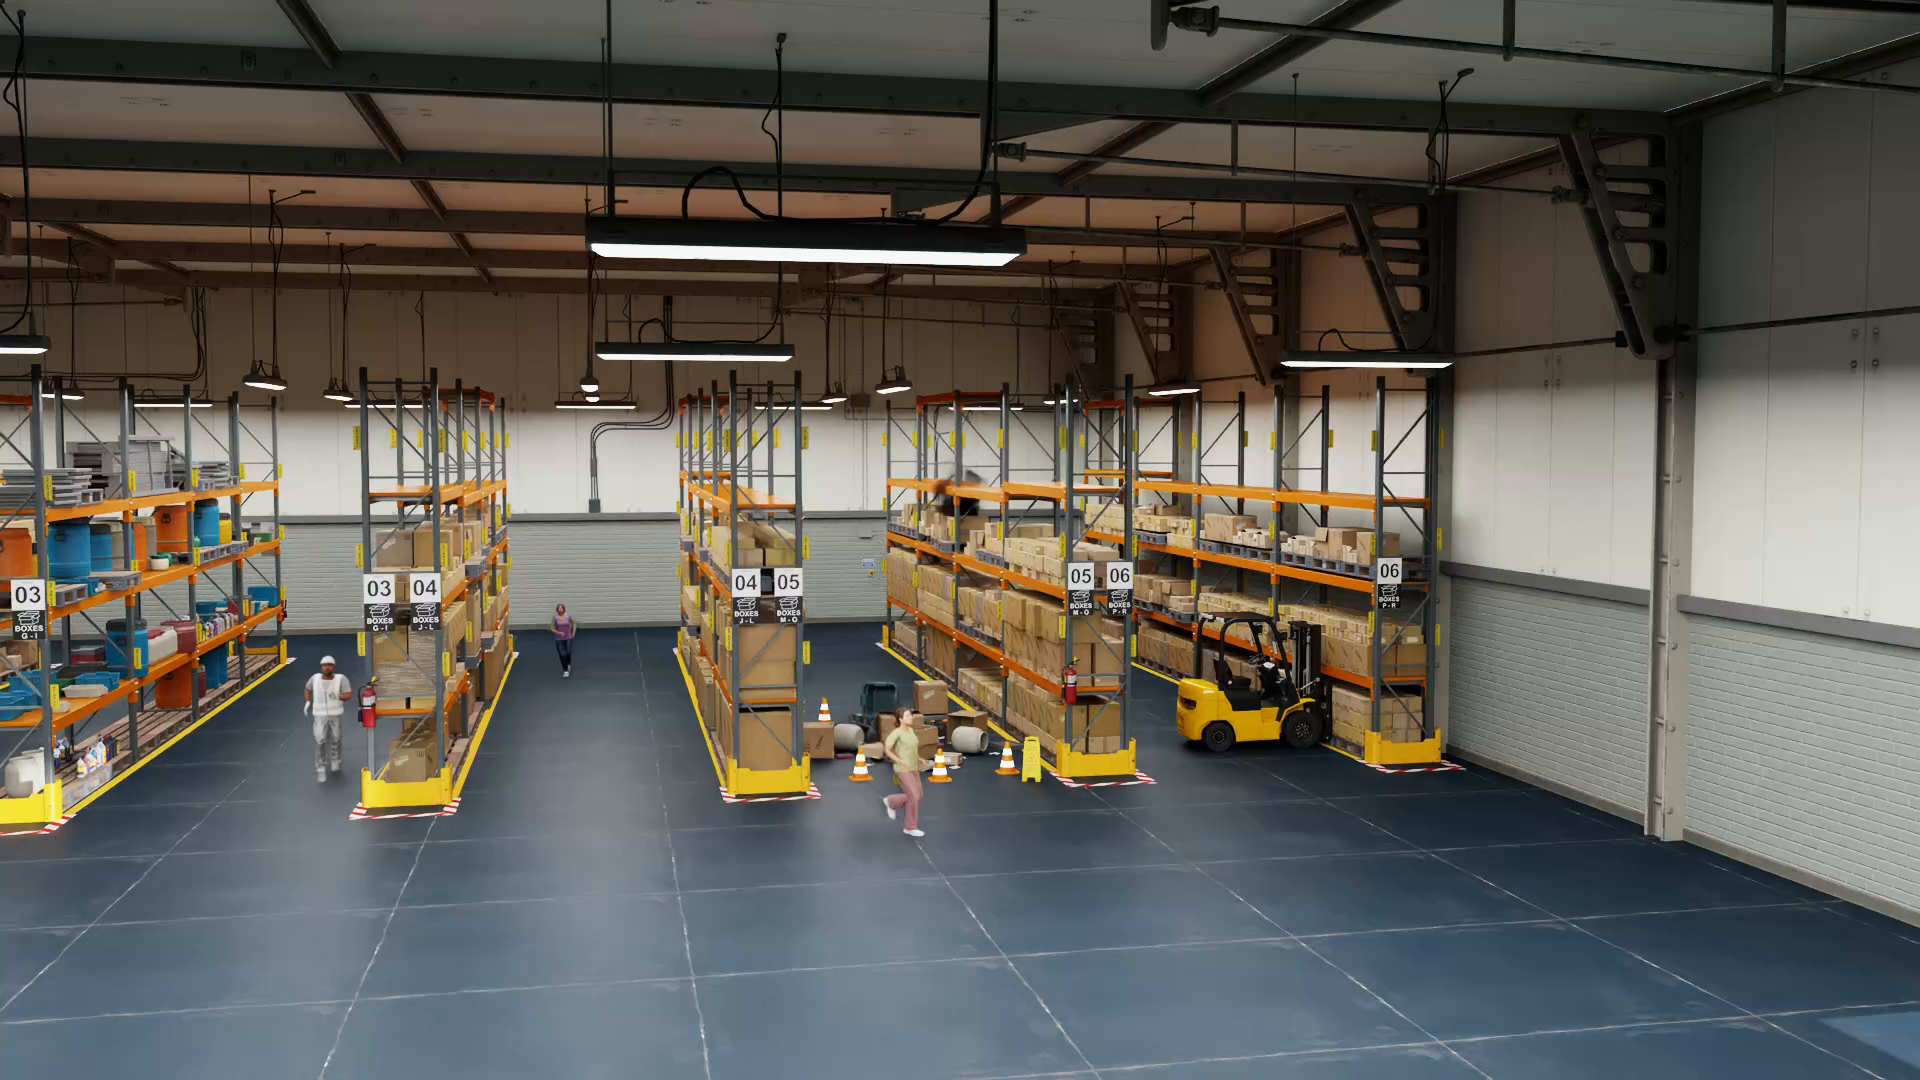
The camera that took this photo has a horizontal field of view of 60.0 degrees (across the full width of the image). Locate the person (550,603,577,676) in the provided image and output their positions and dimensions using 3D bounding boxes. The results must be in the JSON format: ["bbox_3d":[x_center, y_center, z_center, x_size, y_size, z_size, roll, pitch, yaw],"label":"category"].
[{"bbox_3d":[-8.418,2.127,35.306,0.554,1.552,0.496,-1,3,-12],"label":"person"}]

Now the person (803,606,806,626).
[{"bbox_3d":[-3.798,1.933,37.179,0.671,1.748,0.596,-1,4,-15],"label":"person"}]

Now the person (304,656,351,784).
[{"bbox_3d":[-9.378,2.633,24.684,0.666,1.840,0.810,-1,4,-19],"label":"person"}]

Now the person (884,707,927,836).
[{"bbox_3d":[-0.742,2.936,21.186,0.637,1.635,0.581,2,4,31],"label":"person"}]
